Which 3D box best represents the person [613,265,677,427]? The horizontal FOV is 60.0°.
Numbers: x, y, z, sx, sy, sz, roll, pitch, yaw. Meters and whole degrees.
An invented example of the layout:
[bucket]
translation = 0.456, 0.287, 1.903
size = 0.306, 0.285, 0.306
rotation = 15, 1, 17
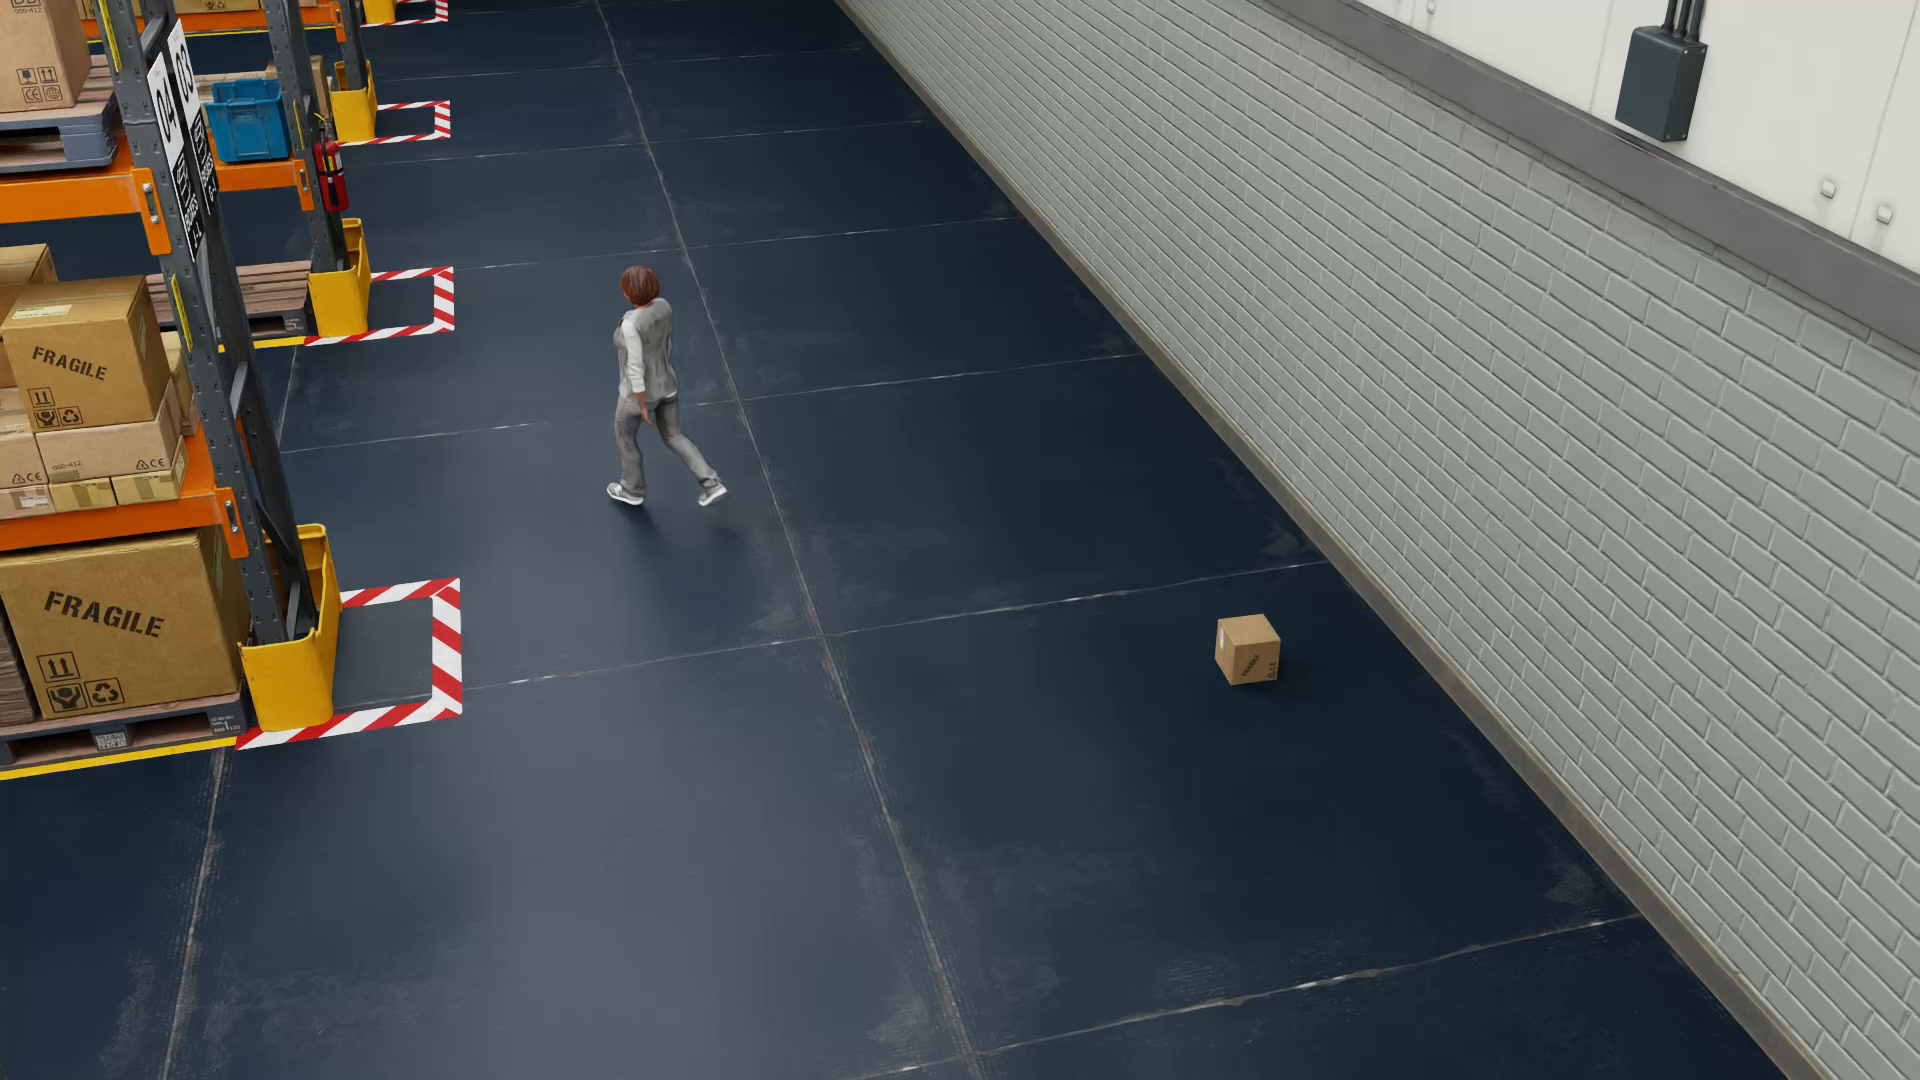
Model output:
[person]
translation = -1.815, -1.139, 9.541
size = 0.320, 0.921, 0.407
rotation = 20, 36, 30
